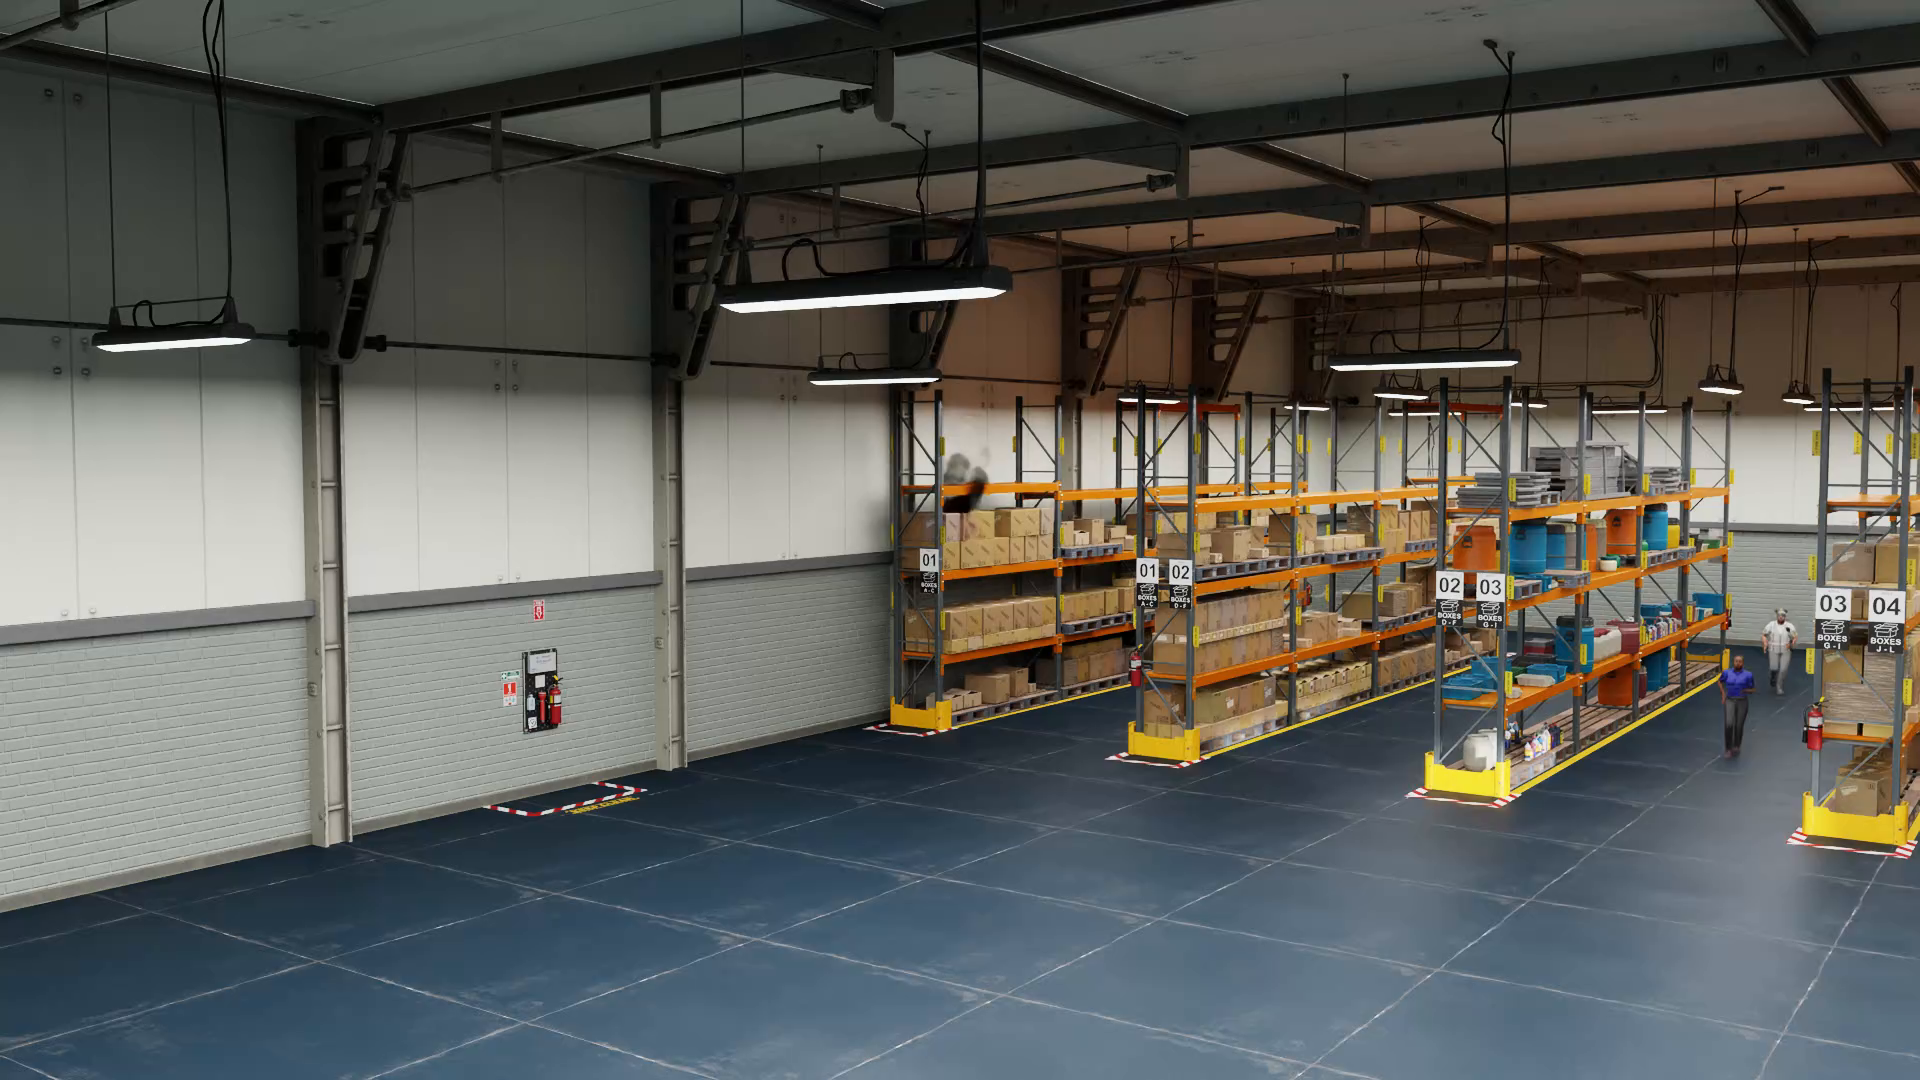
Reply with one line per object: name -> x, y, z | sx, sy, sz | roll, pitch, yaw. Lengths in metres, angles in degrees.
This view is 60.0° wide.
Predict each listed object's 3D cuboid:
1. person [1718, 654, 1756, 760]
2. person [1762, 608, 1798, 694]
person -> 12.466, 2.692, 26.705 | 0.552, 1.694, 0.721 | 1, 3, 23
person -> 16.613, 2.245, 33.700 | 0.664, 1.743, 0.598 | 1, 4, 24
